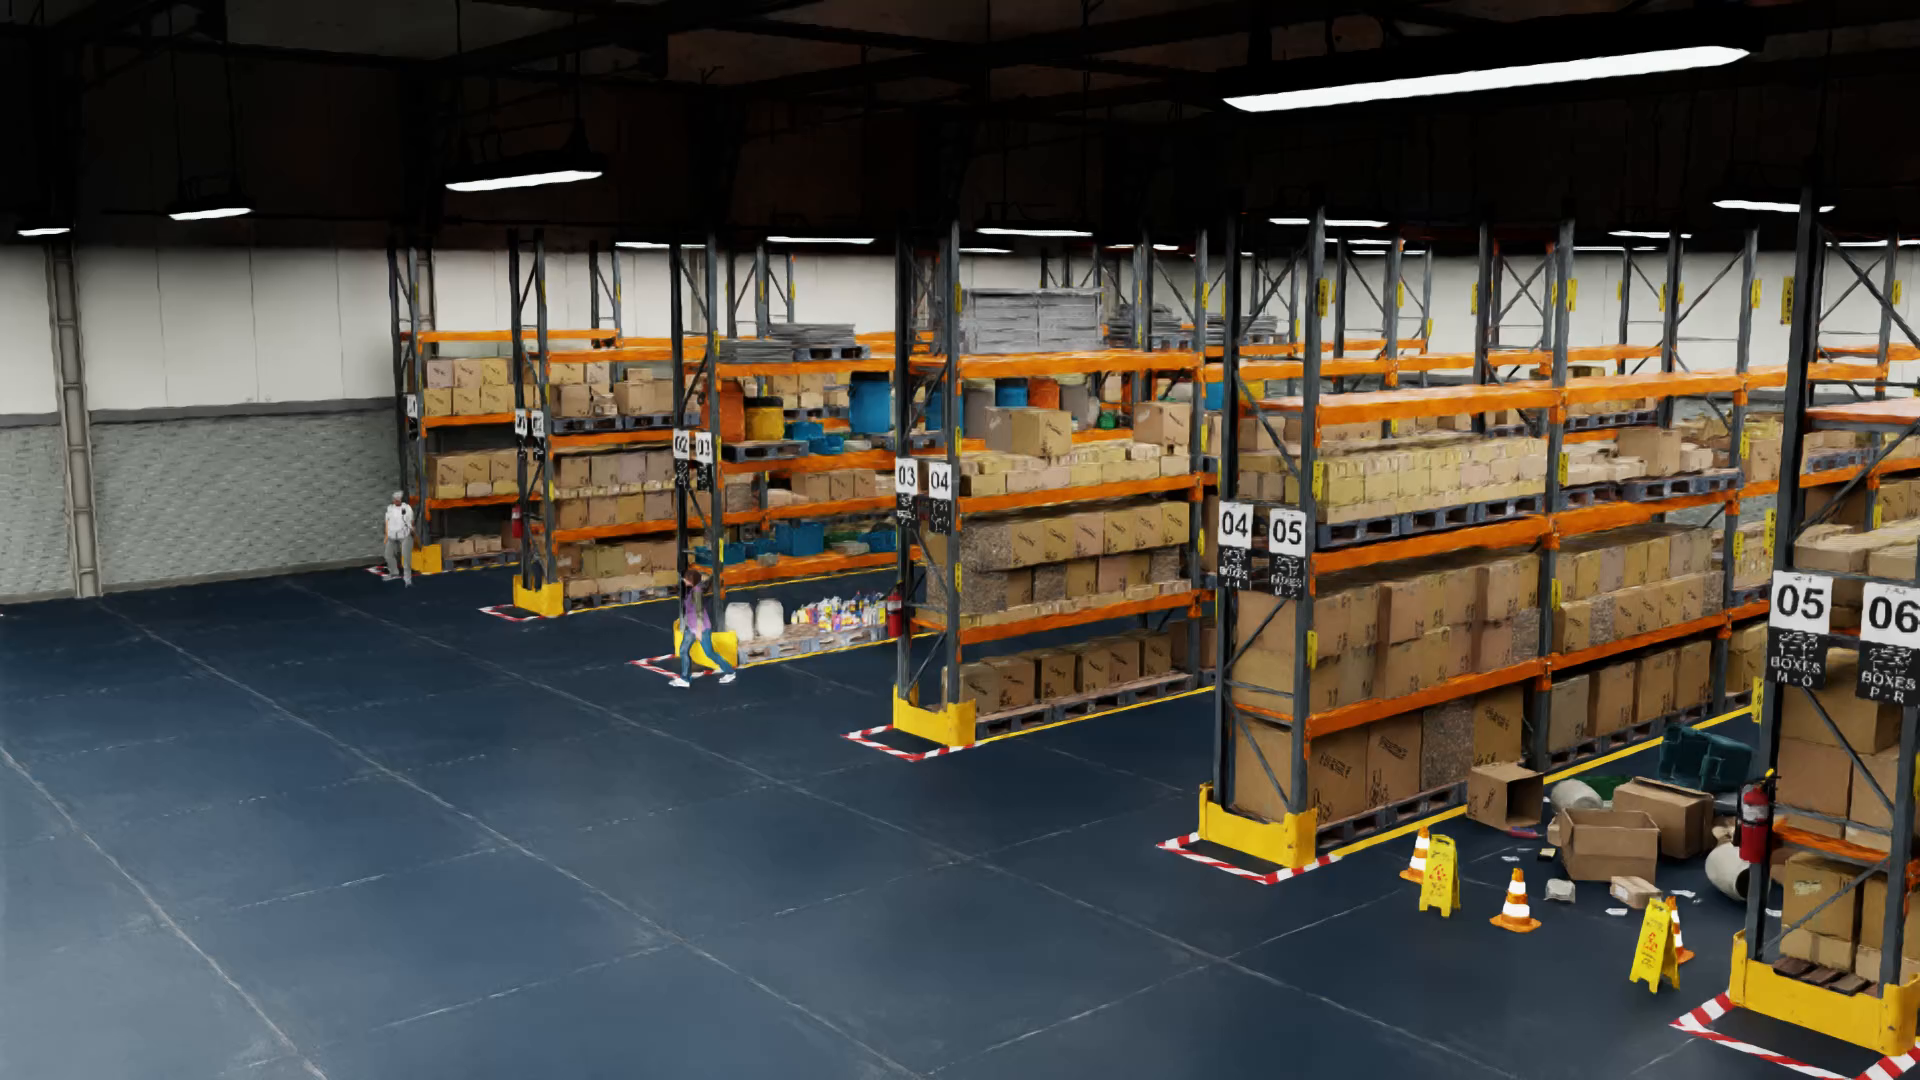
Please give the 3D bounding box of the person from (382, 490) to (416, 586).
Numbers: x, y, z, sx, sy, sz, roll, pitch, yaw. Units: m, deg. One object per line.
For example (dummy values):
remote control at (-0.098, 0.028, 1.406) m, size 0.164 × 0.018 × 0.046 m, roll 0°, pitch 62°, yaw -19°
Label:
person at (-9.754, -0.055, 28.756) m, size 0.715 × 1.657 × 0.531 m, roll 1°, pitch 9°, yaw 6°

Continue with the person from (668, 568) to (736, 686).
person at (-3.317, 1.121, 21.370) m, size 0.848 × 1.542 × 0.440 m, roll -4°, pitch 9°, yaw -22°

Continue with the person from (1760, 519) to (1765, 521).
person at (12.328, 0.457, 25.490) m, size 1.110 × 1.591 × 0.446 m, roll -8°, pitch 12°, yaw -42°
